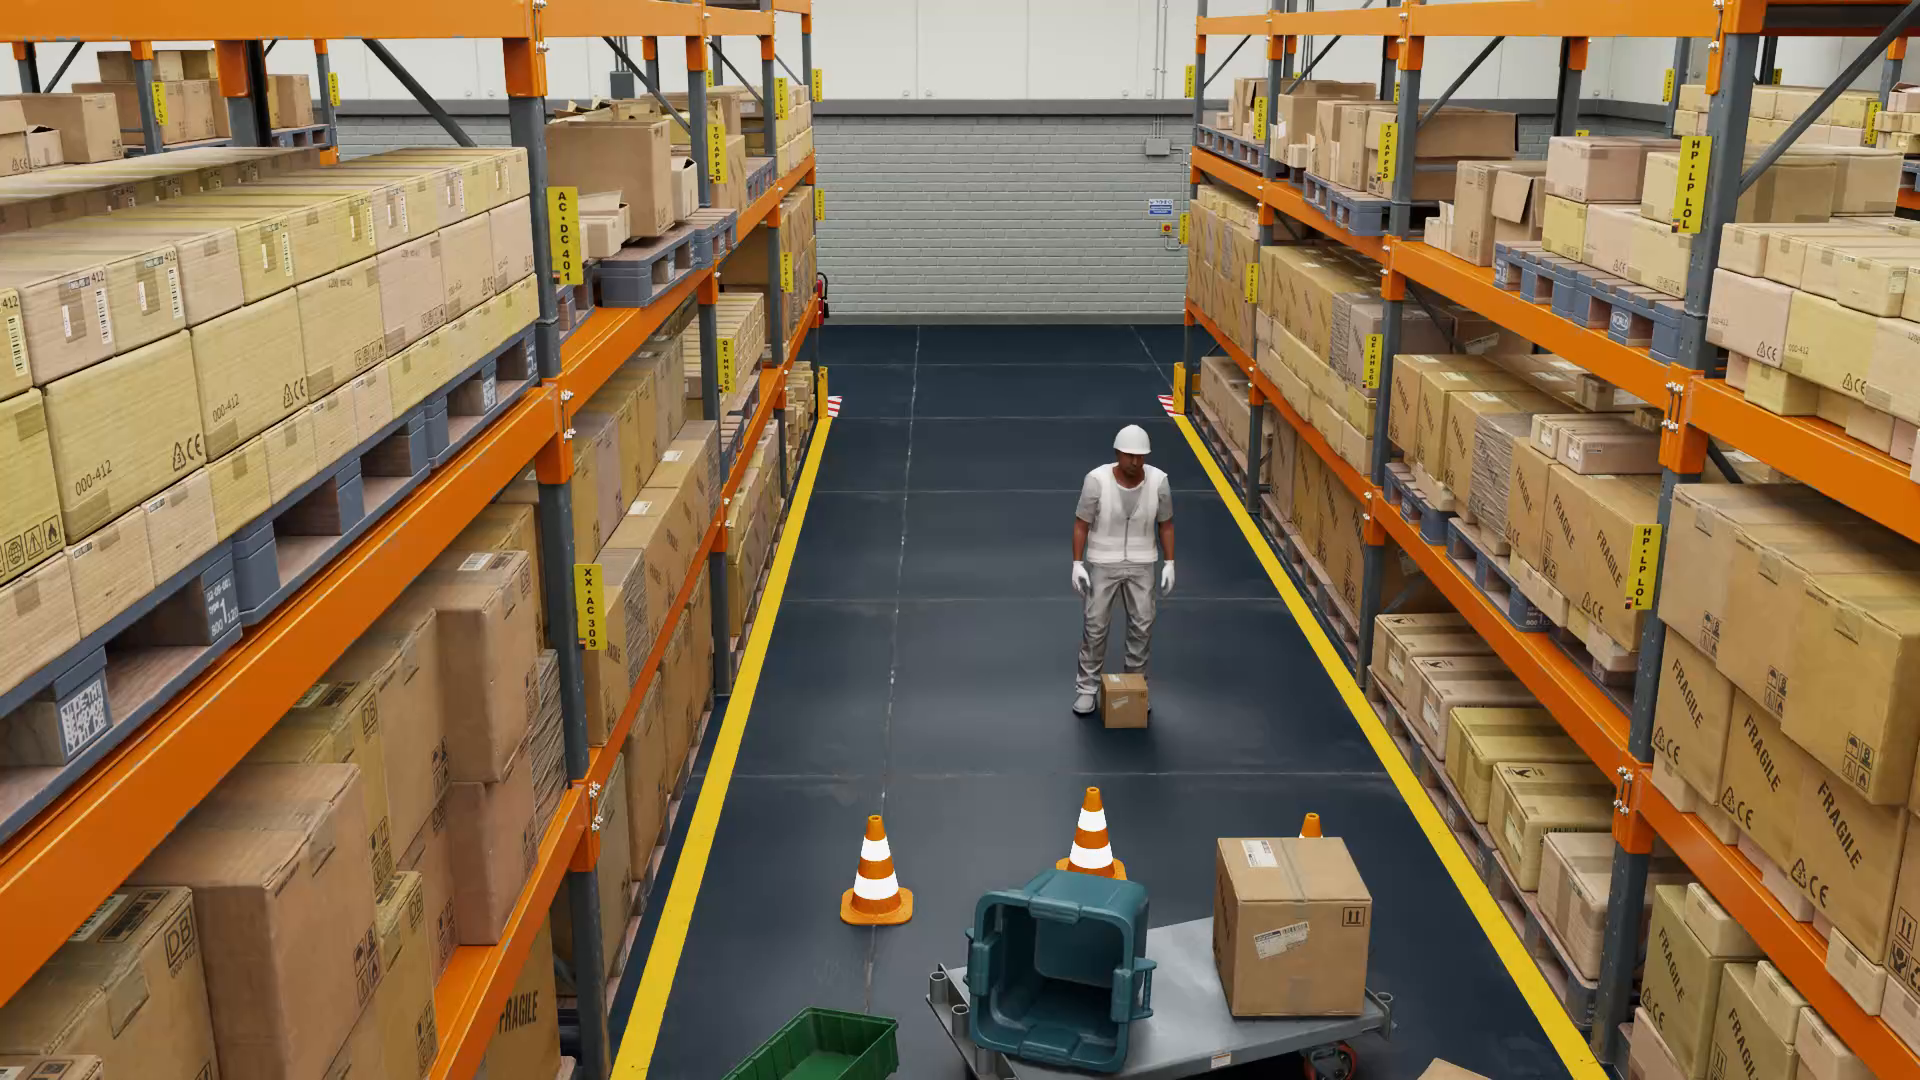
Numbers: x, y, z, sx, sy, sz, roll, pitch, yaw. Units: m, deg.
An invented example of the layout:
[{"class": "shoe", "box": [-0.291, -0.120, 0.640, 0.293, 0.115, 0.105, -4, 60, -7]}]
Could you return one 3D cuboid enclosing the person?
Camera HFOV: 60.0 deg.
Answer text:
[{"class": "person", "box": [0.979, 0.168, 9.969, 0.631, 1.776, 0.443, -1, 17, -3]}]
